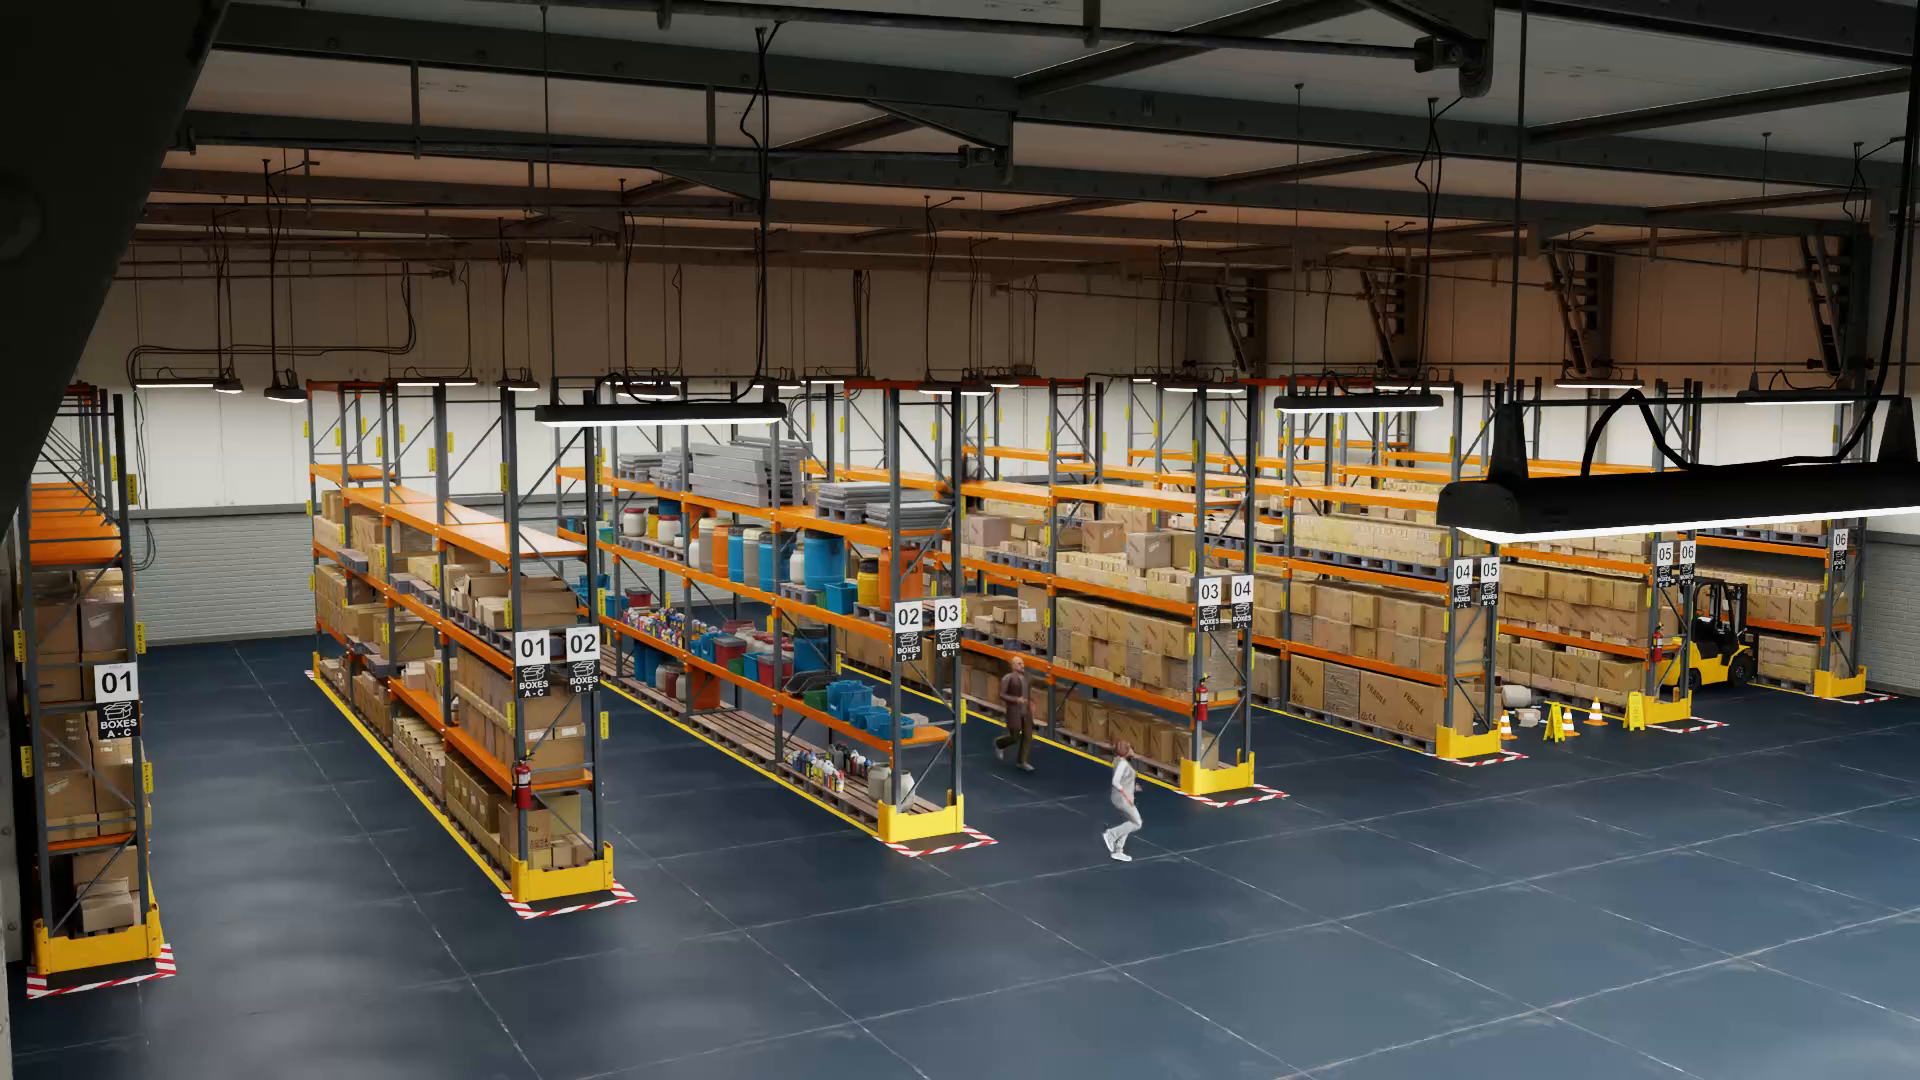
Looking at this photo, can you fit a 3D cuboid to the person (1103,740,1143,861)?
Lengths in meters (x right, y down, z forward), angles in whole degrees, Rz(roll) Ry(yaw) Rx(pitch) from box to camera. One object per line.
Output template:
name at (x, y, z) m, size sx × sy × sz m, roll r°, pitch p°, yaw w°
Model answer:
person at (2.075, 3.321, 21.184) m, size 0.540 × 1.566 × 0.541 m, roll 0°, pitch 6°, yaw -4°

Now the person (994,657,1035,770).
person at (0.873, 2.689, 26.037) m, size 0.718 × 1.746 × 0.833 m, roll -5°, pitch 8°, yaw -39°

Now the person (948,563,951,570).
person at (-0.127, 1.025, 42.002) m, size 0.607 × 1.702 × 0.722 m, roll -5°, pitch 8°, yaw -37°
